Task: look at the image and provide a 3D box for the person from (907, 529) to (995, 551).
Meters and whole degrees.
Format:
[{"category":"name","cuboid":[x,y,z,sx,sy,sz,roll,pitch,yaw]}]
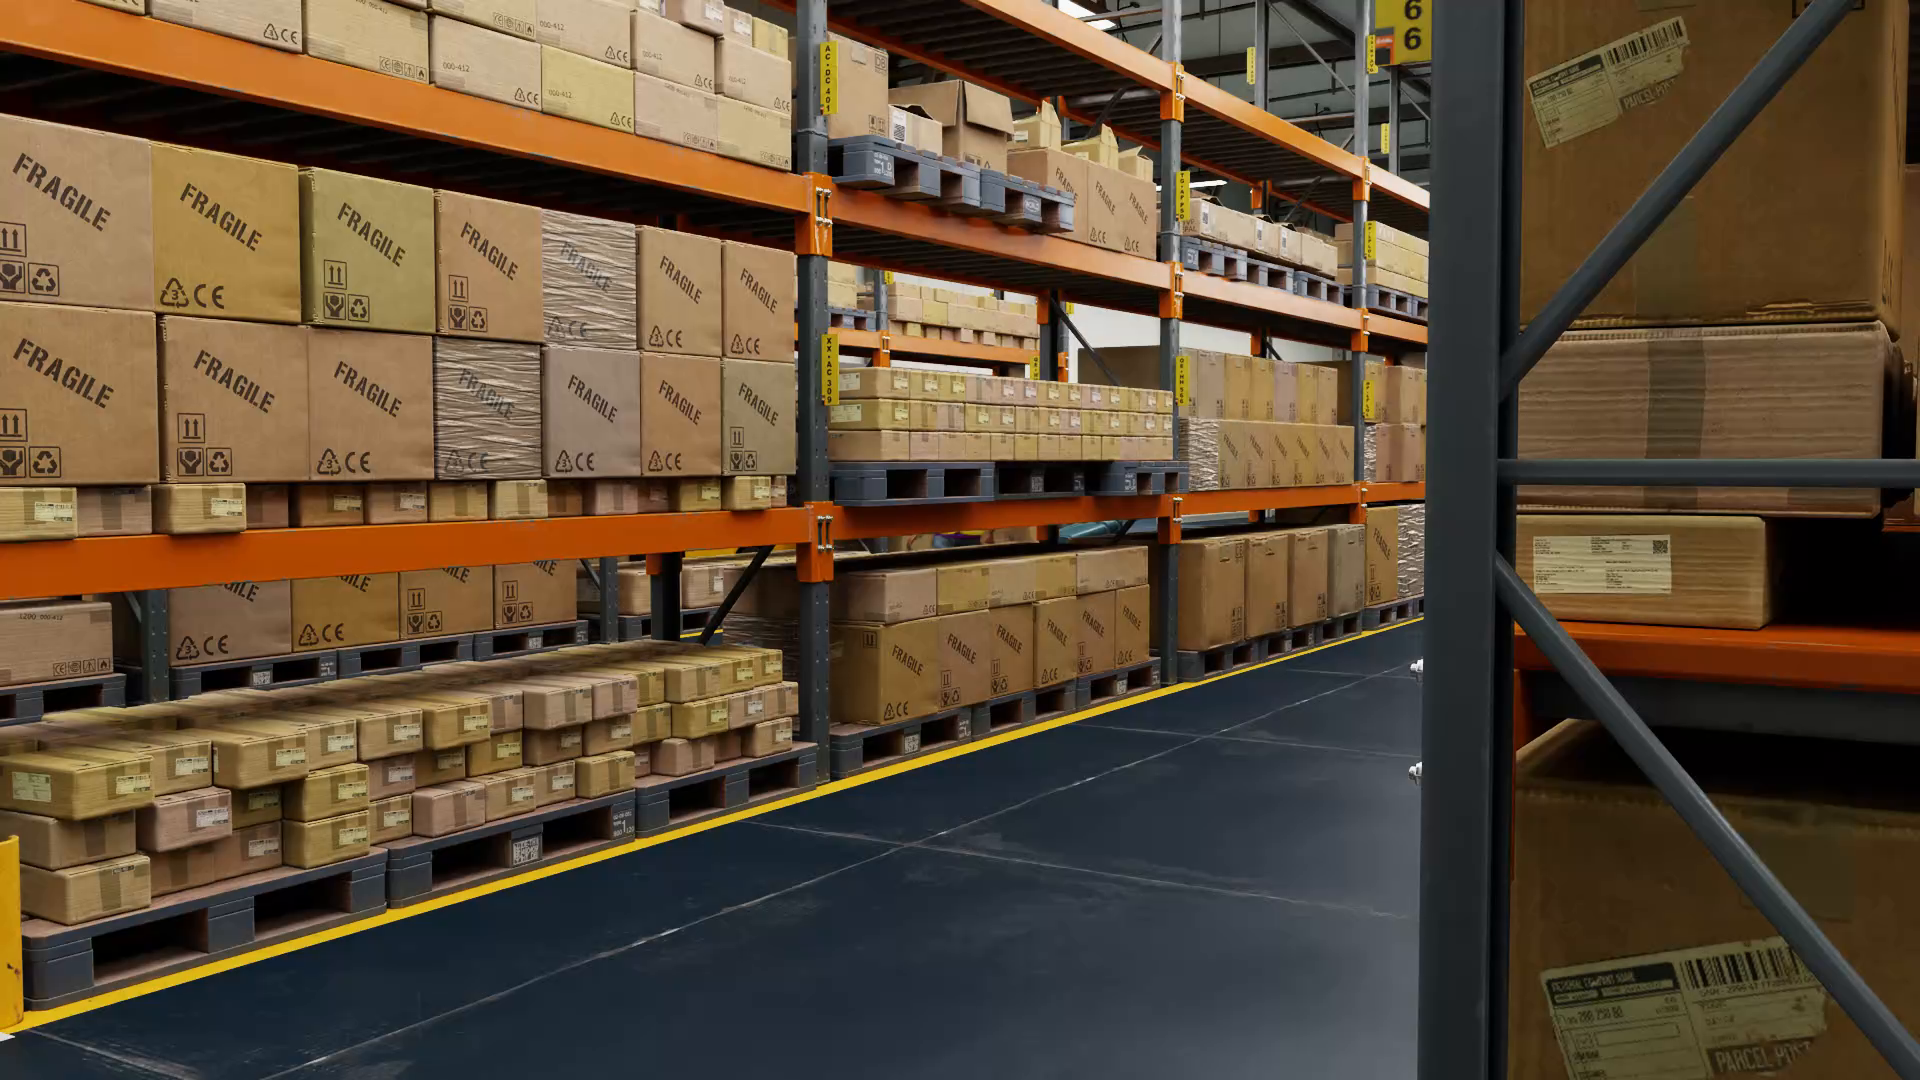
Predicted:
[{"category":"person","cuboid":[-0.070,-0.020,13.388,0.722,1.766,0.638,0,3,-1]}]
